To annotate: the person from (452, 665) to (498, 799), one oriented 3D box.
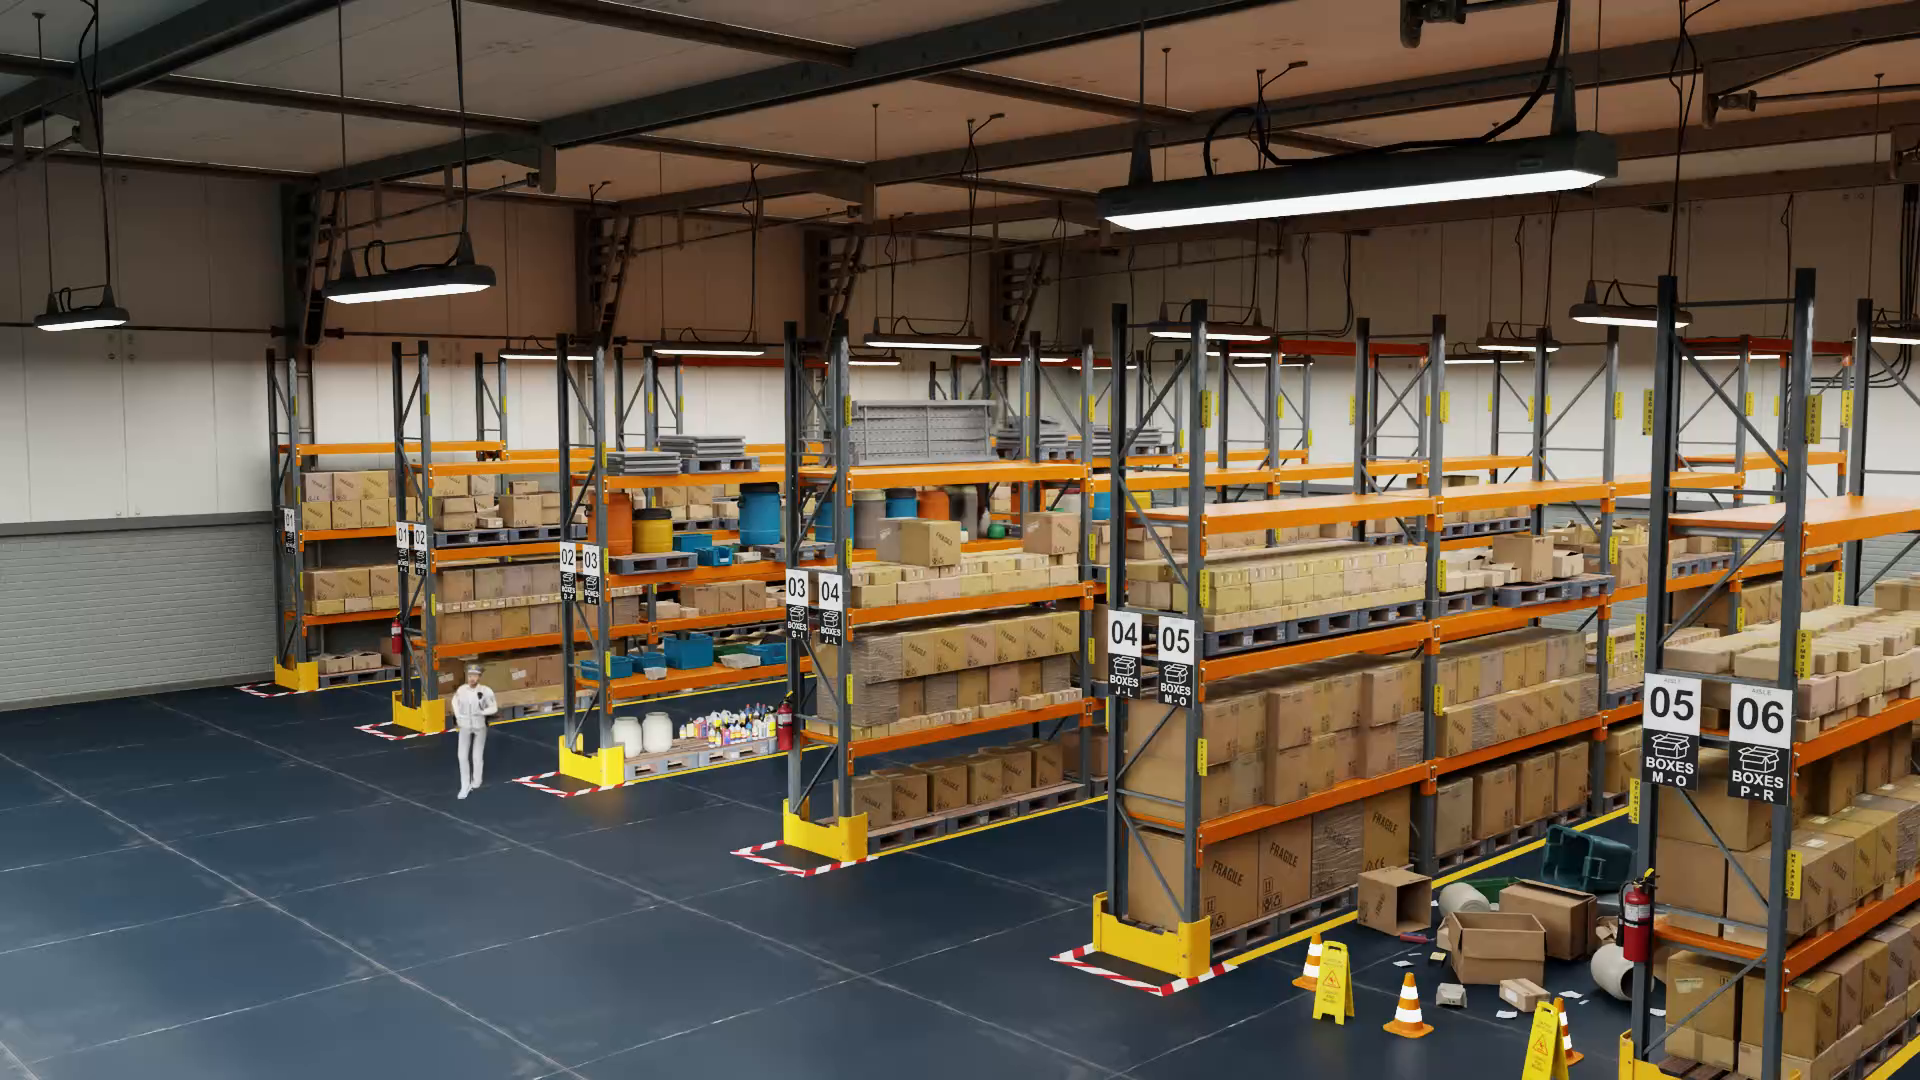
[{"bbox_3d":[-6.303,2.474,21.588,0.607,1.755,0.664,-1,5,-7],"label":"person"}]
